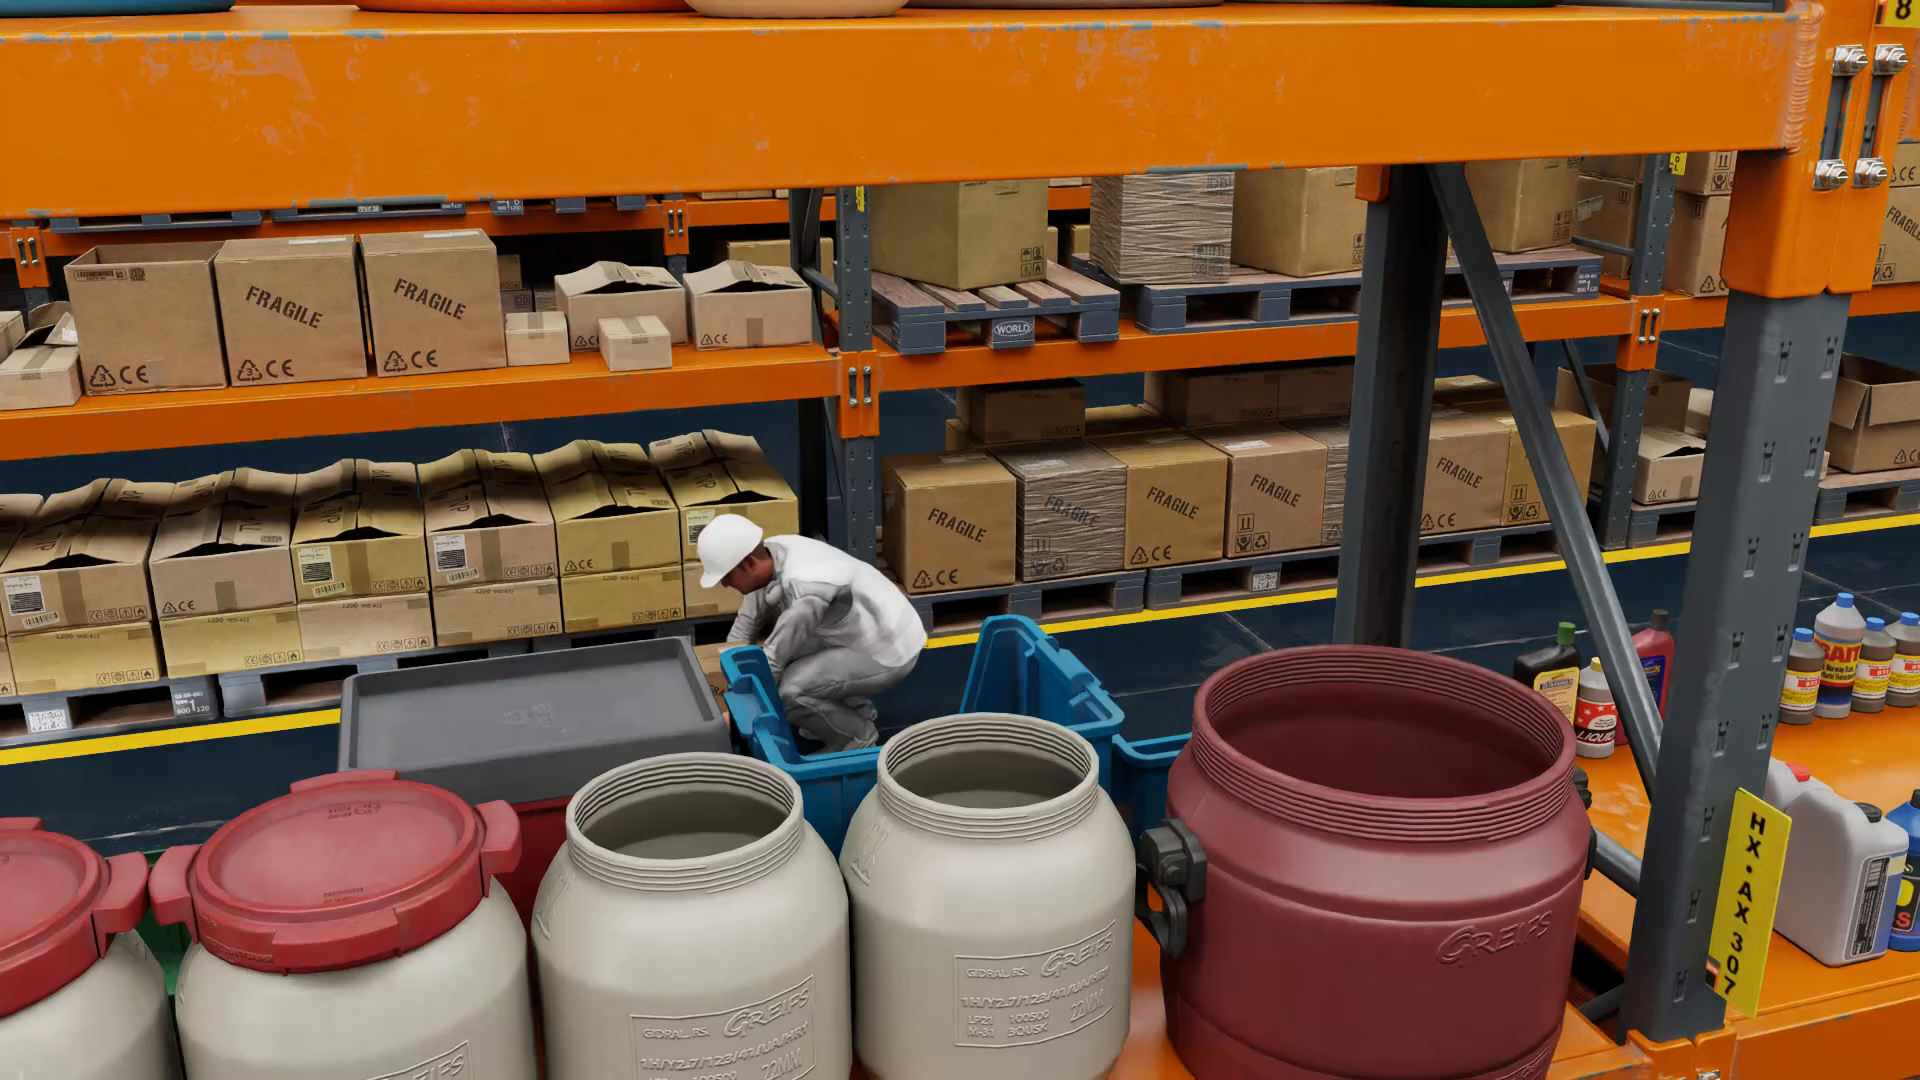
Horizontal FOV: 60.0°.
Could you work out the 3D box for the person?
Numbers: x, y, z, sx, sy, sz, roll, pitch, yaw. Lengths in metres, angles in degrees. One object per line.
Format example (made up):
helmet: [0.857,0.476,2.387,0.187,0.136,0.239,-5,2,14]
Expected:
person: [-0.563,0.350,6.200,0.869,1.012,0.523,-6,20,-18]
